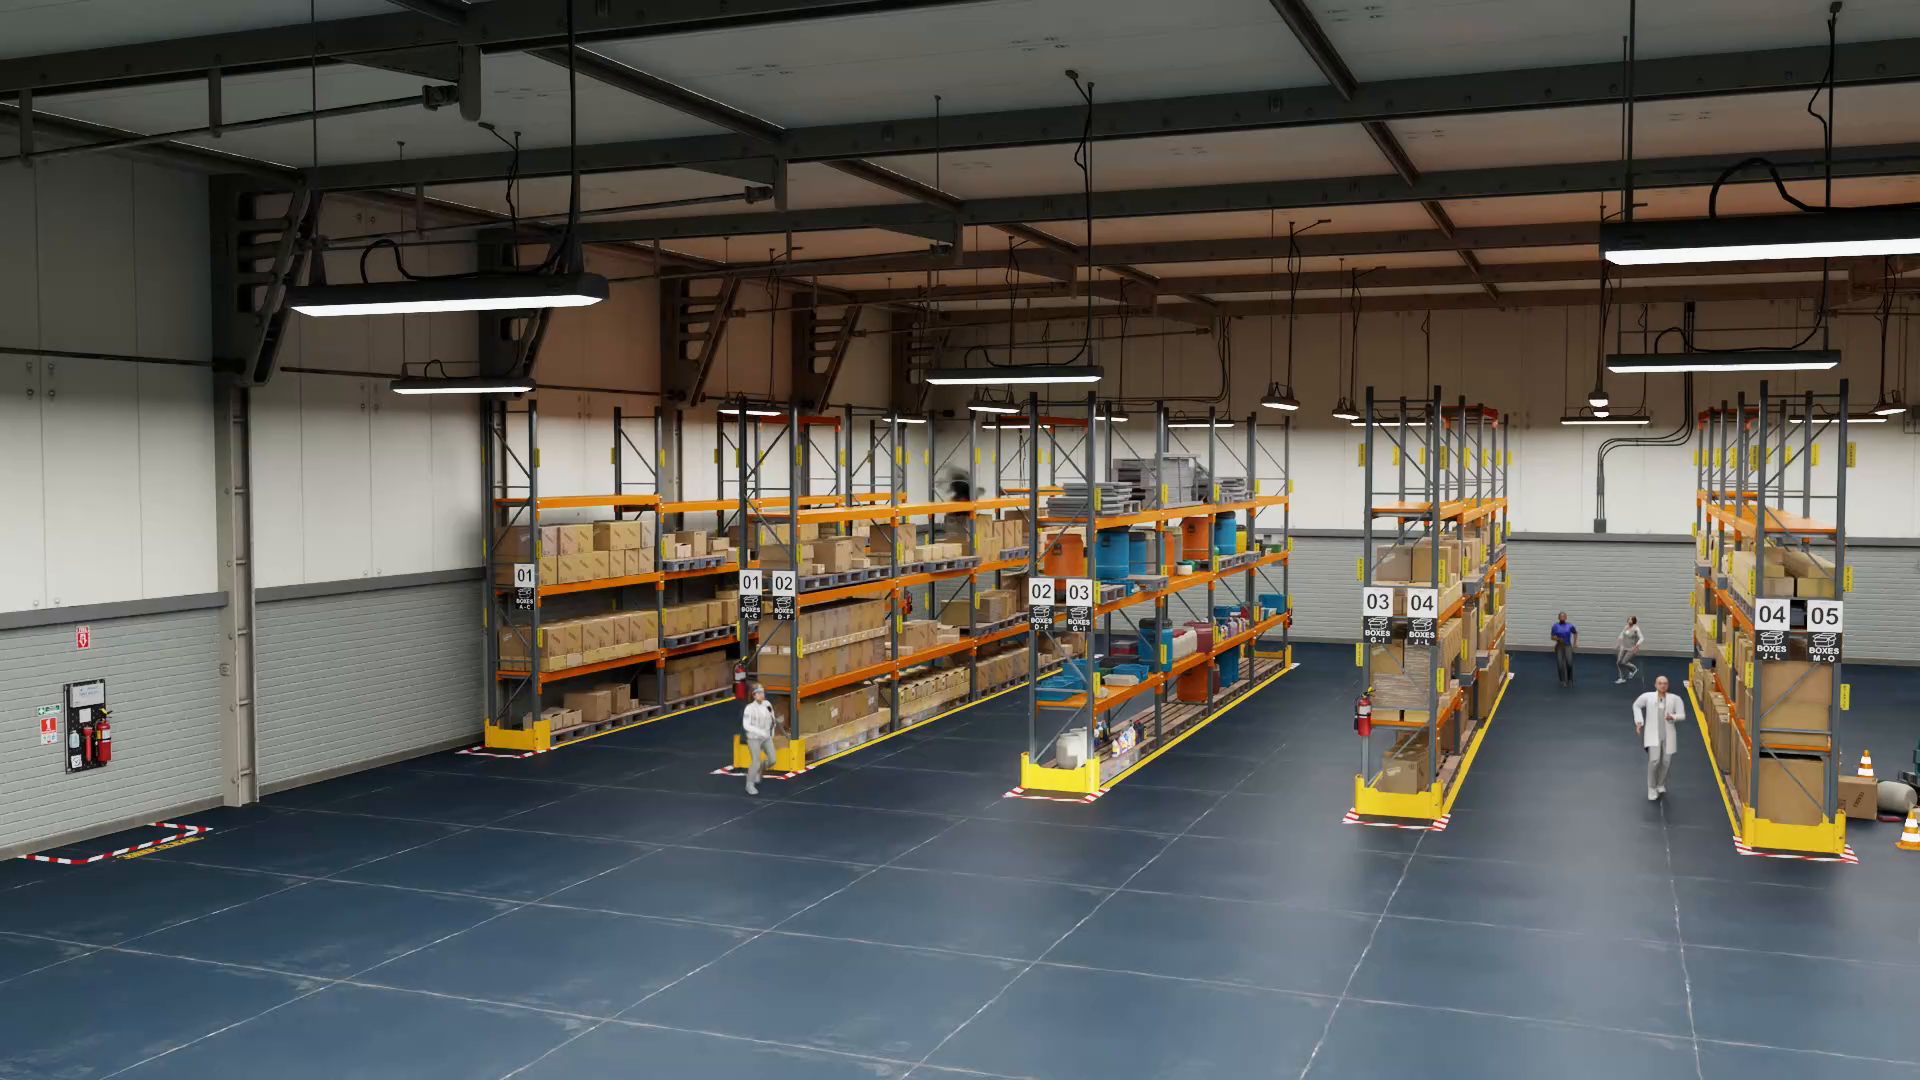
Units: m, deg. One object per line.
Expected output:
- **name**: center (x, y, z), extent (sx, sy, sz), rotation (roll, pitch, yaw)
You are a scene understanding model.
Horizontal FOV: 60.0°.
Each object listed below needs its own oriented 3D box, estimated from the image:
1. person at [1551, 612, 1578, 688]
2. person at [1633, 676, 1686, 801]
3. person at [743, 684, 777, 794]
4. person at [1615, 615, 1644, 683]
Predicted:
- **person**: center (13.178, 2.398, 36.290), extent (0.549, 1.658, 0.646), rotation (1, 3, 21)
- **person**: center (10.288, 2.915, 24.442), extent (0.670, 1.834, 0.809), rotation (1, 3, 12)
- **person**: center (-2.948, 2.957, 24.769), extent (0.652, 1.659, 0.639), rotation (-2, 4, -39)
- **person**: center (14.838, 2.427, 36.858), extent (0.501, 1.538, 0.566), rotation (-1, 3, -27)
